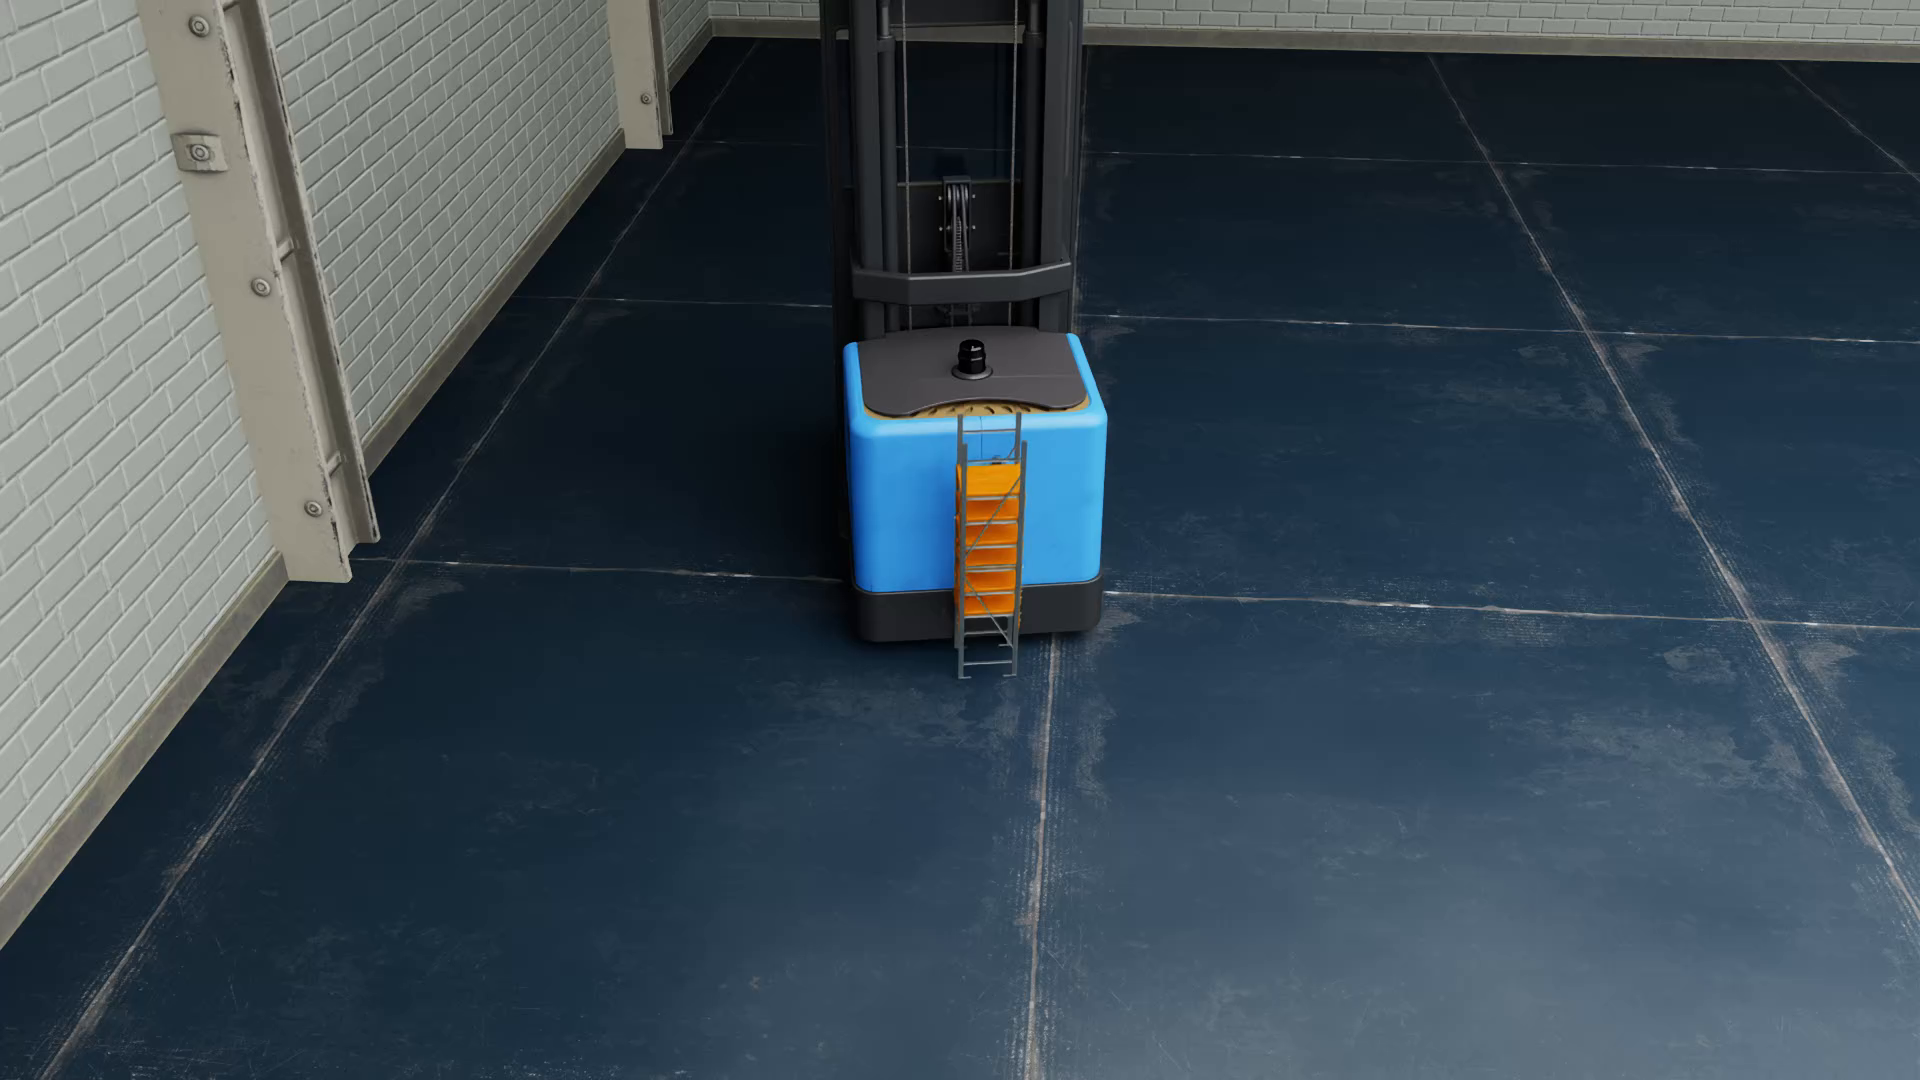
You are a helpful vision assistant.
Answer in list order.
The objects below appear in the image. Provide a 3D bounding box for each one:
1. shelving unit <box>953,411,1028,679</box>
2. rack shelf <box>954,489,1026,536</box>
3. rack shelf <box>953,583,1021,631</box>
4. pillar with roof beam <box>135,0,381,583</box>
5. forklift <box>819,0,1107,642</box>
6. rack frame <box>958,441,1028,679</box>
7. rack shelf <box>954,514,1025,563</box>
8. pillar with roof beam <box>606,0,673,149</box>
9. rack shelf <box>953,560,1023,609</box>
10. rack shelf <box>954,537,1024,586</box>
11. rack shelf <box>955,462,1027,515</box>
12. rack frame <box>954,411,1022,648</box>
[{"bbox_3d":[0.111,0.045,6.518,0.258,1.200,0.189,-3,40,-4],"label":"shelving unit"},{"bbox_3d":[0.114,-0.105,6.392,0.258,0.103,0.180,-3,40,-4],"label":"rack shelf"},{"bbox_3d":[0.108,0.263,6.700,0.258,0.103,0.180,-3,40,-4],"label":"rack shelf"},{"bbox_3d":[1.414,-3.566,4.959,9.100,9.000,0.400,2,32,4],"label":"pillar with roof beam"},{"bbox_3d":[-0.060,-1.573,7.509,1.130,2.935,3.031,-3,32,-5],"label":"forklift"},{"bbox_3d":[0.119,0.104,6.448,0.240,1.200,0.006,-3,40,-4],"label":"rack frame"},{"bbox_3d":[0.112,-0.013,6.469,0.258,0.103,0.180,-3,40,-4],"label":"rack shelf"},{"bbox_3d":[1.903,-6.703,10.050,9.100,9.000,0.400,2,32,4],"label":"pillar with roof beam"},{"bbox_3d":[0.109,0.171,6.623,0.258,0.103,0.180,-3,40,-4],"label":"rack shelf"},{"bbox_3d":[0.111,0.079,6.546,0.258,0.103,0.180,-3,40,-4],"label":"rack shelf"},{"bbox_3d":[0.116,-0.197,6.315,0.258,0.103,0.180,-3,40,-4],"label":"rack shelf"},{"bbox_3d":[0.103,-0.013,6.587,0.240,1.200,0.006,-3,40,-4],"label":"rack frame"}]
